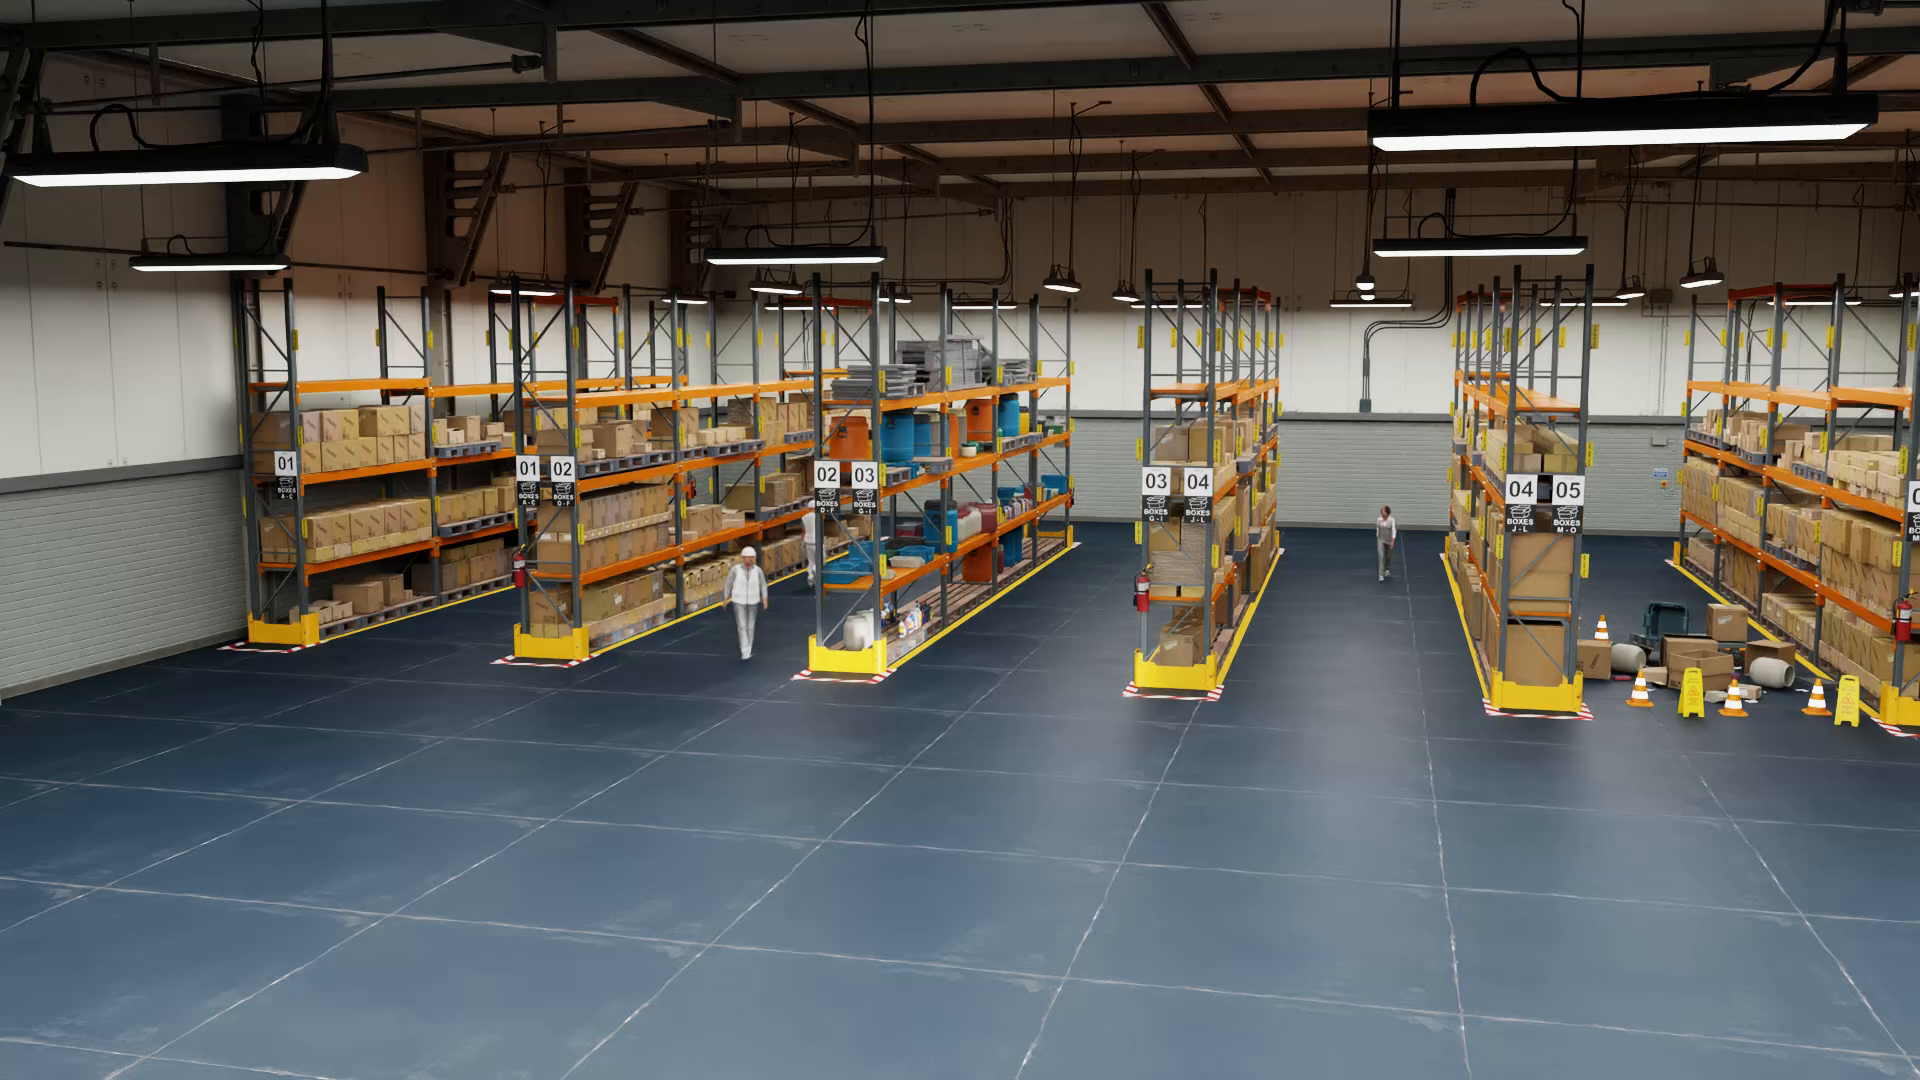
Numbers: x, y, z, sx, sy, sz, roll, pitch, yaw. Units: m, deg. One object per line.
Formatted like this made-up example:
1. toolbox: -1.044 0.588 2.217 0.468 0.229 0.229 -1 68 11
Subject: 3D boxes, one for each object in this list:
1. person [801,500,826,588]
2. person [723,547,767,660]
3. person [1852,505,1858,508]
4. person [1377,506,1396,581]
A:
1. person: -3.001 0.088 33.663 0.584 1.787 0.521 6 9 39
2. person: -3.378 1.009 26.157 0.684 1.815 0.750 -2 7 -16
3. person: 20.103 -0.279 37.317 0.454 1.591 0.450 1 7 10
4. person: 8.917 0.045 34.796 0.394 1.540 0.972 1 7 12
